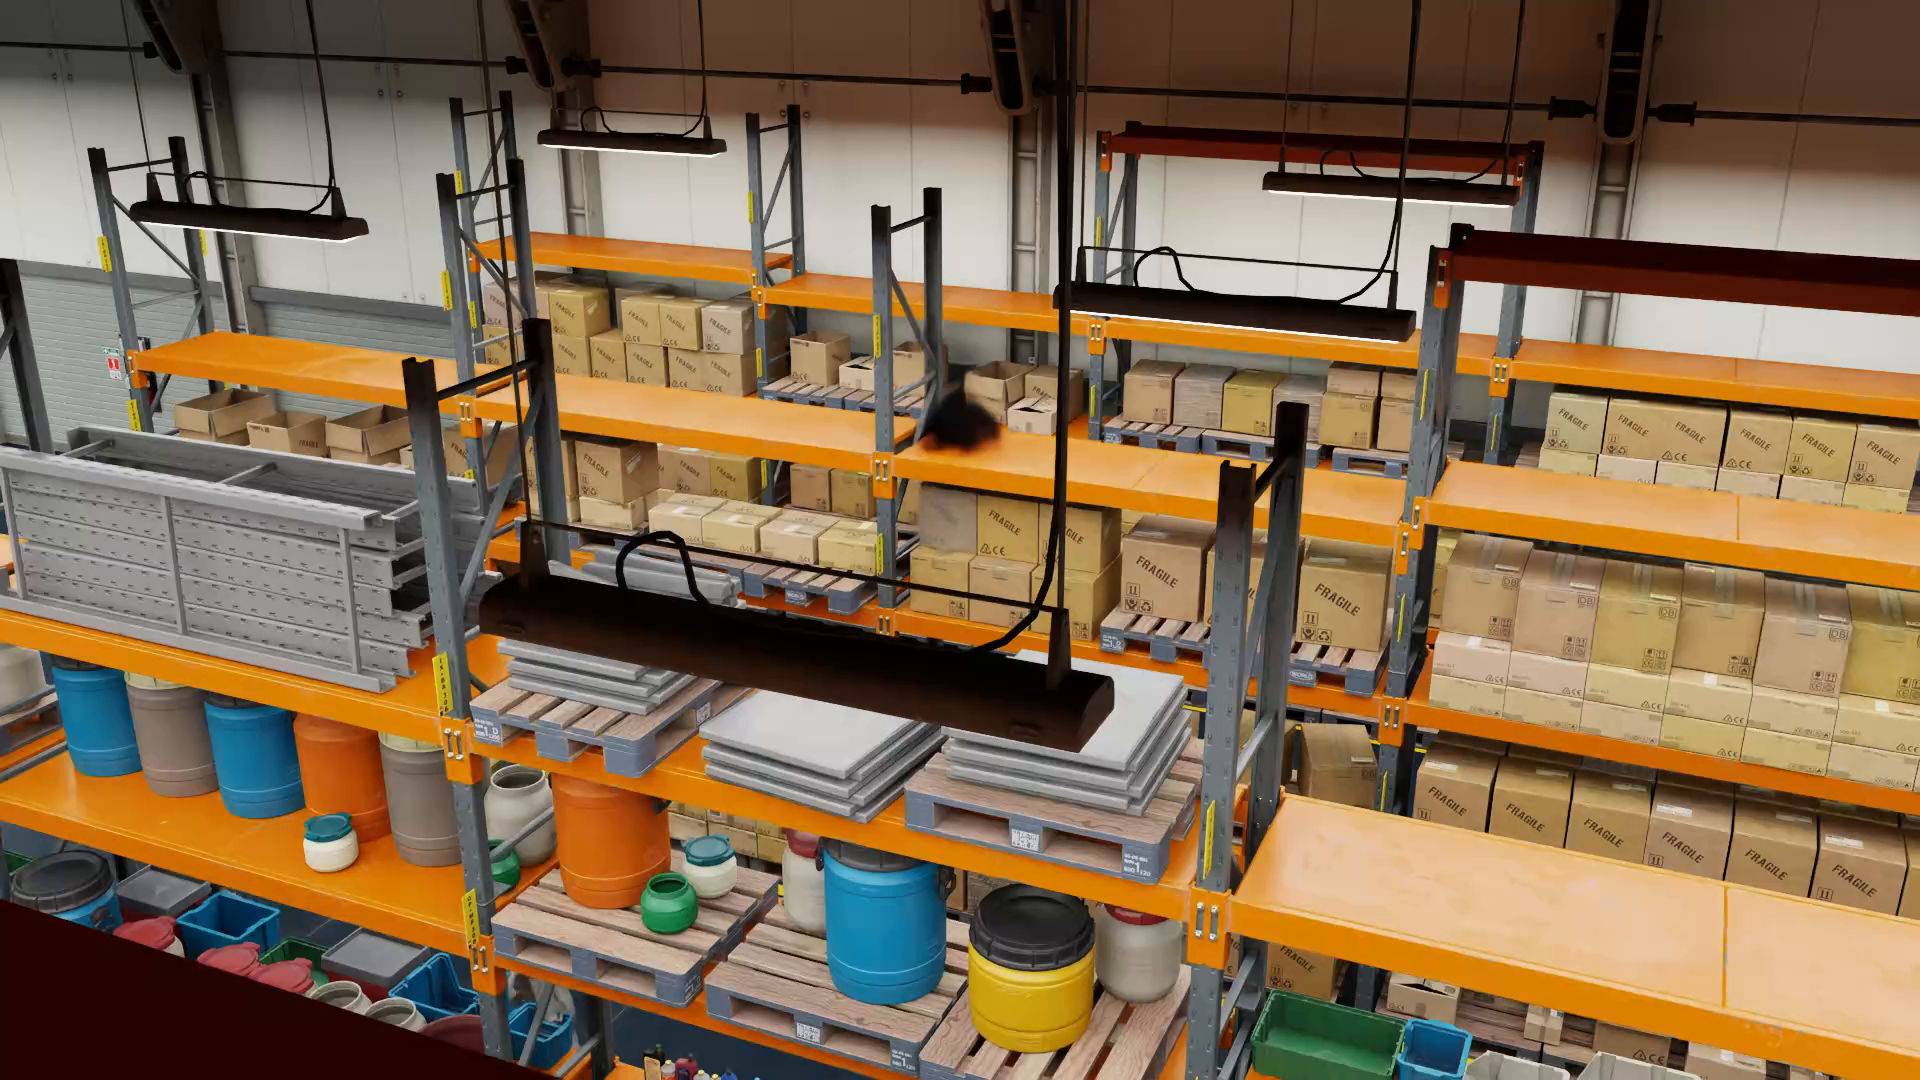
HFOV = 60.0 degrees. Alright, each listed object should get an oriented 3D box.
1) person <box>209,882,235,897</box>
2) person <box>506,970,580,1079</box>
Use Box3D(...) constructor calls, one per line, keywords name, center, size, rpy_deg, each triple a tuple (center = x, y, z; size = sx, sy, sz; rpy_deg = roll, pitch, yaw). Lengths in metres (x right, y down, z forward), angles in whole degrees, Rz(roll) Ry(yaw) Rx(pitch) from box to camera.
Box3D(name="person", center=(-6.097, 2.615, 13.303), size=(0.552, 1.724, 0.668), rpy_deg=(12, 24, 29))
Box3D(name="person", center=(-2.954, 3.306, 11.786), size=(0.617, 1.509, 0.500), rpy_deg=(-14, 25, -32))
